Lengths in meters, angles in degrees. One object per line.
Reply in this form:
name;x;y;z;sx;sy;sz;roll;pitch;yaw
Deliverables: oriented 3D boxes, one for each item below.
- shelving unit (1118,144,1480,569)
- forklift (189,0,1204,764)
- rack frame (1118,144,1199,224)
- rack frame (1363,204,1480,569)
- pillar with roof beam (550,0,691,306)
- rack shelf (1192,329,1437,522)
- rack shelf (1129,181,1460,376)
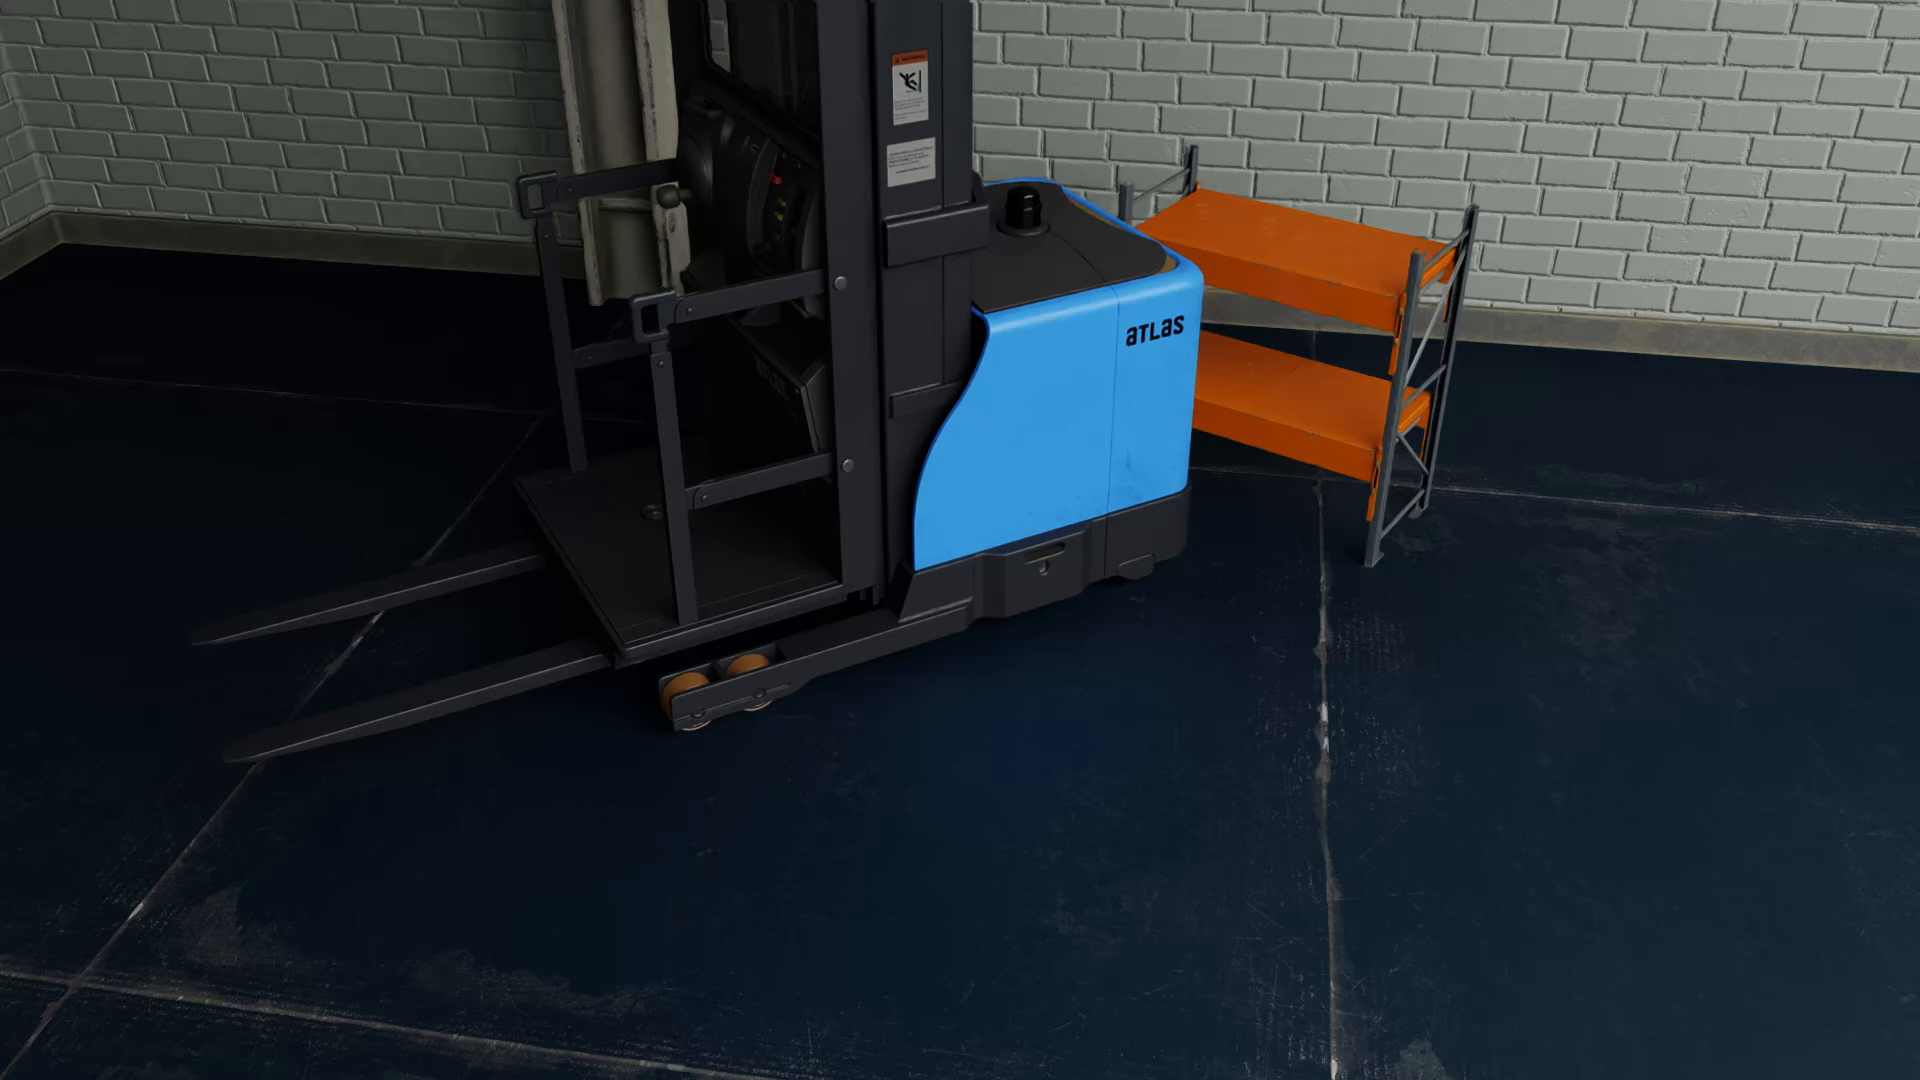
shelving unit;1.101;-0.648;5.726;1.048;1.125;0.538;20;37;29
forklift;-0.780;-1.007;4.596;3.031;2.935;1.130;-16;36;-24
rack frame;0.685;-0.804;5.974;0.032;1.125;0.500;20;37;29
rack frame;1.516;-0.493;5.478;0.032;1.125;0.500;20;37;29
pillar with roof beam;-2.161;-2.675;1.543;0.400;9.000;9.100;5;32;8
rack shelf;1.101;-0.441;5.855;1.000;0.278;0.538;20;37;29
rack shelf;1.101;-0.897;5.570;1.000;0.278;0.538;20;37;29
